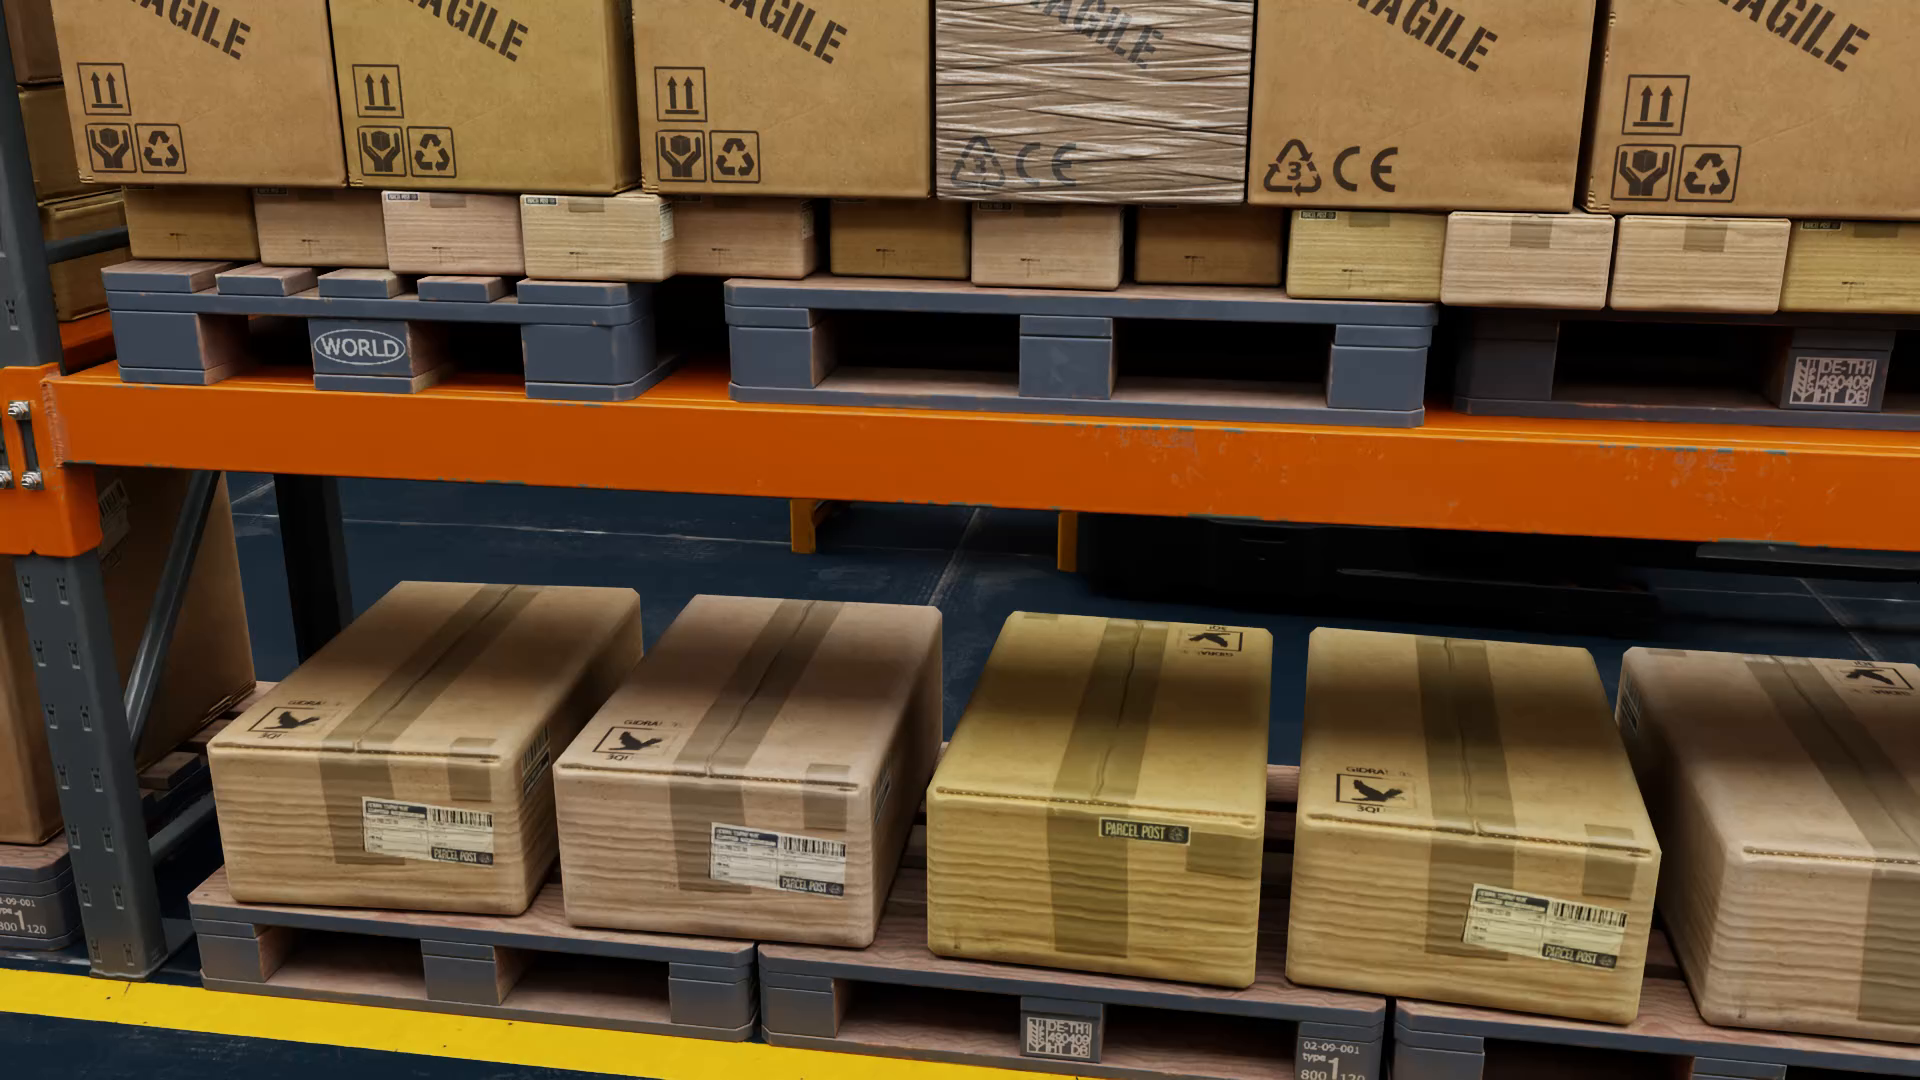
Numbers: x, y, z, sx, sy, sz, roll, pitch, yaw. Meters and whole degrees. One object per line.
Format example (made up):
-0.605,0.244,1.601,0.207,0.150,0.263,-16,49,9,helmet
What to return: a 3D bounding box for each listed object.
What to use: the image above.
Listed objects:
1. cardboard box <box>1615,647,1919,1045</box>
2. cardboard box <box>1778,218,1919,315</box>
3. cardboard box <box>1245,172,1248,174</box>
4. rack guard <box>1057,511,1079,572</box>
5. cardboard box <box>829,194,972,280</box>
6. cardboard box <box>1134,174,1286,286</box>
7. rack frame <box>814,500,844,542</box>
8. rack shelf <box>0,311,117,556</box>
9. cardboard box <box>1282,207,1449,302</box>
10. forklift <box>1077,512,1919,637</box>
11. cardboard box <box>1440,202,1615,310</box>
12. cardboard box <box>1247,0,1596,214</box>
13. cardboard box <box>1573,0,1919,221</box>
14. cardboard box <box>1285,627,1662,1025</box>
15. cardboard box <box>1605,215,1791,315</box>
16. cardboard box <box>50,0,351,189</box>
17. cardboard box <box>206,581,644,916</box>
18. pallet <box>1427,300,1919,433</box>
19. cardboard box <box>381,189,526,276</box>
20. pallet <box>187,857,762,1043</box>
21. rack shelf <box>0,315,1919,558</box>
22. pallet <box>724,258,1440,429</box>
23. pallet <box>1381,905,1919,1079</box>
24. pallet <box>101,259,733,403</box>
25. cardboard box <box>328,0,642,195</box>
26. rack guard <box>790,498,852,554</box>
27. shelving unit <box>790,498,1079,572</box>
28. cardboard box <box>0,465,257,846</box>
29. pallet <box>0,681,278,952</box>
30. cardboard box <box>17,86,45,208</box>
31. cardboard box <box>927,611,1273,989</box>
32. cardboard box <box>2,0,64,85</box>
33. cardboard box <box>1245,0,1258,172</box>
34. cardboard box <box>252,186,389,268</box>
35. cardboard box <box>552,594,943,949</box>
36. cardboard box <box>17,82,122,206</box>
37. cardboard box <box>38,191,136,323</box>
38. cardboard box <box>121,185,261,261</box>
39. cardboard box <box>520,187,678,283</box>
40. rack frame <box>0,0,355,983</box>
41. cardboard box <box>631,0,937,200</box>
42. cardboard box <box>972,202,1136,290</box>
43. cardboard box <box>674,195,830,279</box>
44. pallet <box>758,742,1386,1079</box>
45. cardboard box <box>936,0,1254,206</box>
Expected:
1.729,0.576,3.334,0.625,0.372,0.950,3,19,9,cardboard box
1.438,-0.484,2.756,0.250,0.149,0.380,2,19,7,cardboard box
0.469,-0.727,3.481,0.250,0.149,0.380,4,19,11,cardboard box
0.447,-0.095,6.195,0.087,0.250,0.587,4,19,11,rack guard
-0.070,-0.589,3.071,0.250,0.149,0.380,4,19,11,cardboard box
0.447,-0.566,3.002,0.250,0.149,0.380,2,19,7,cardboard box
-0.530,-0.752,6.187,0.032,1.500,0.500,4,19,11,rack frame
-3.677,-0.406,3.924,4.000,0.370,1.077,3,19,9,rack shelf
0.690,-0.521,2.866,0.250,0.149,0.380,3,19,9,cardboard box
1.976,-1.261,5.453,3.031,2.935,1.130,4,19,11,forklift
0.925,-0.497,2.796,0.250,0.149,0.380,3,19,9,cardboard box
0.756,-0.837,2.789,0.500,0.500,0.500,4,19,11,cardboard box
1.265,-0.809,2.705,0.500,0.500,0.500,3,19,9,cardboard box
1.019,0.541,3.439,0.625,0.372,0.950,4,19,12,cardboard box
1.178,-0.485,2.761,0.250,0.149,0.380,3,19,8,cardboard box
-1.295,-0.939,3.095,0.500,0.500,0.500,2,19,7,cardboard box
-1.146,0.432,3.765,0.625,0.372,0.950,2,19,5,cardboard box
1.516,-0.439,3.189,1.213,0.211,1.003,3,19,9,pallet
-0.874,-0.599,3.101,0.250,0.149,0.380,2,19,5,cardboard box
-0.931,0.715,3.832,1.213,0.211,1.003,3,19,9,pallet
0.272,-0.205,3.322,4.000,0.370,1.077,3,19,9,rack shelf
0.259,-0.469,3.280,1.213,0.211,1.003,3,19,9,pallet
1.478,0.838,3.465,1.213,0.211,1.003,3,19,9,pallet
-0.982,-0.553,3.532,1.003,0.211,1.213,3,19,9,pallet
-0.779,-0.915,3.023,0.500,0.500,0.500,4,19,11,cardboard box
-0.529,-0.159,6.385,0.087,0.250,0.587,4,19,11,rack guard
-0.041,-0.720,6.091,1.083,1.500,0.587,4,19,11,shelving unit
-2.371,0.101,3.961,0.875,0.875,0.875,3,19,8,cardboard box
-2.469,0.612,4.140,1.213,0.211,1.003,3,19,9,pallet
-2.221,-0.758,3.288,0.500,0.250,0.500,3,19,8,cardboard box
0.332,0.506,3.542,0.625,0.372,0.950,4,19,10,cardboard box
-2.150,-1.270,3.637,0.500,0.500,0.500,2,19,7,cardboard box
0.340,-1.023,3.346,0.500,0.500,0.500,2,19,6,cardboard box
-1.137,-0.627,3.185,0.250,0.149,0.380,2,19,5,cardboard box
-0.416,0.466,3.661,0.625,0.372,0.950,3,19,8,cardboard box
-2.163,-0.916,3.761,0.500,0.250,0.500,3,19,8,cardboard box
-2.145,-0.679,3.842,0.500,0.250,0.500,3,19,8,cardboard box
-1.411,-0.652,3.259,0.250,0.149,0.380,2,19,5,cardboard box
-0.606,-0.579,3.040,0.250,0.149,0.380,3,19,9,cardboard box
-1.702,-0.647,3.509,0.127,3.000,1.000,3,19,9,rack frame
-0.254,-0.891,2.949,0.500,0.500,0.500,3,19,10,cardboard box
0.177,-0.556,2.971,0.250,0.149,0.380,4,19,10,cardboard box
-0.355,-0.591,3.077,0.250,0.149,0.380,4,19,12,cardboard box
0.270,0.778,3.647,1.213,0.211,1.003,3,19,9,pallet
0.239,-0.863,2.867,0.500,0.500,0.500,2,19,7,cardboard box
